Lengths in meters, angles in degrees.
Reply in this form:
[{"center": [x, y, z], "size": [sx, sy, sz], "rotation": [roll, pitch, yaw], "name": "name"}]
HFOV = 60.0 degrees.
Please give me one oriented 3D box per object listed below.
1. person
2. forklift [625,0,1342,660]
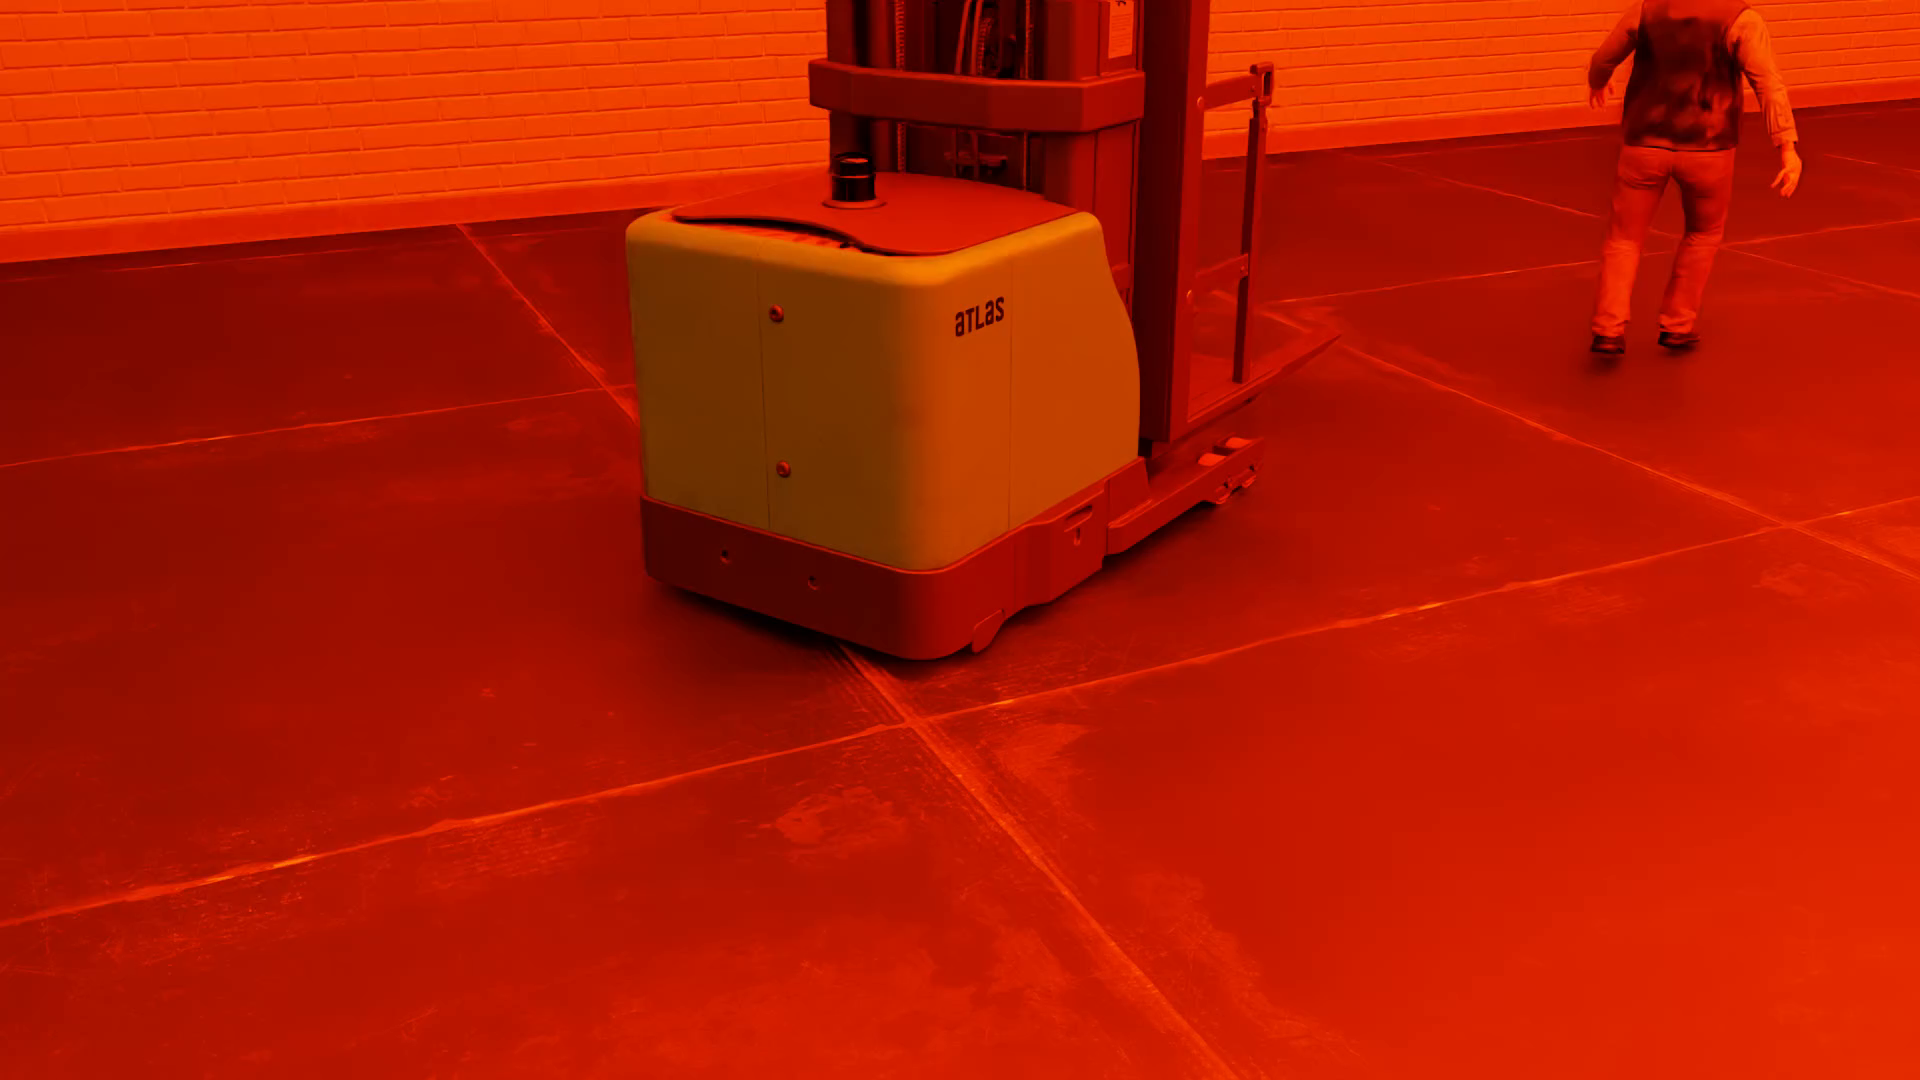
[{"center": [2.883, -1.563, 6.619], "size": [0.911, 1.662, 0.730], "rotation": [14, 26, 30], "name": "person"}, {"center": [0.357, -1.560, 5.042], "size": [1.130, 2.935, 3.031], "rotation": [15, 27, 32], "name": "forklift"}]
